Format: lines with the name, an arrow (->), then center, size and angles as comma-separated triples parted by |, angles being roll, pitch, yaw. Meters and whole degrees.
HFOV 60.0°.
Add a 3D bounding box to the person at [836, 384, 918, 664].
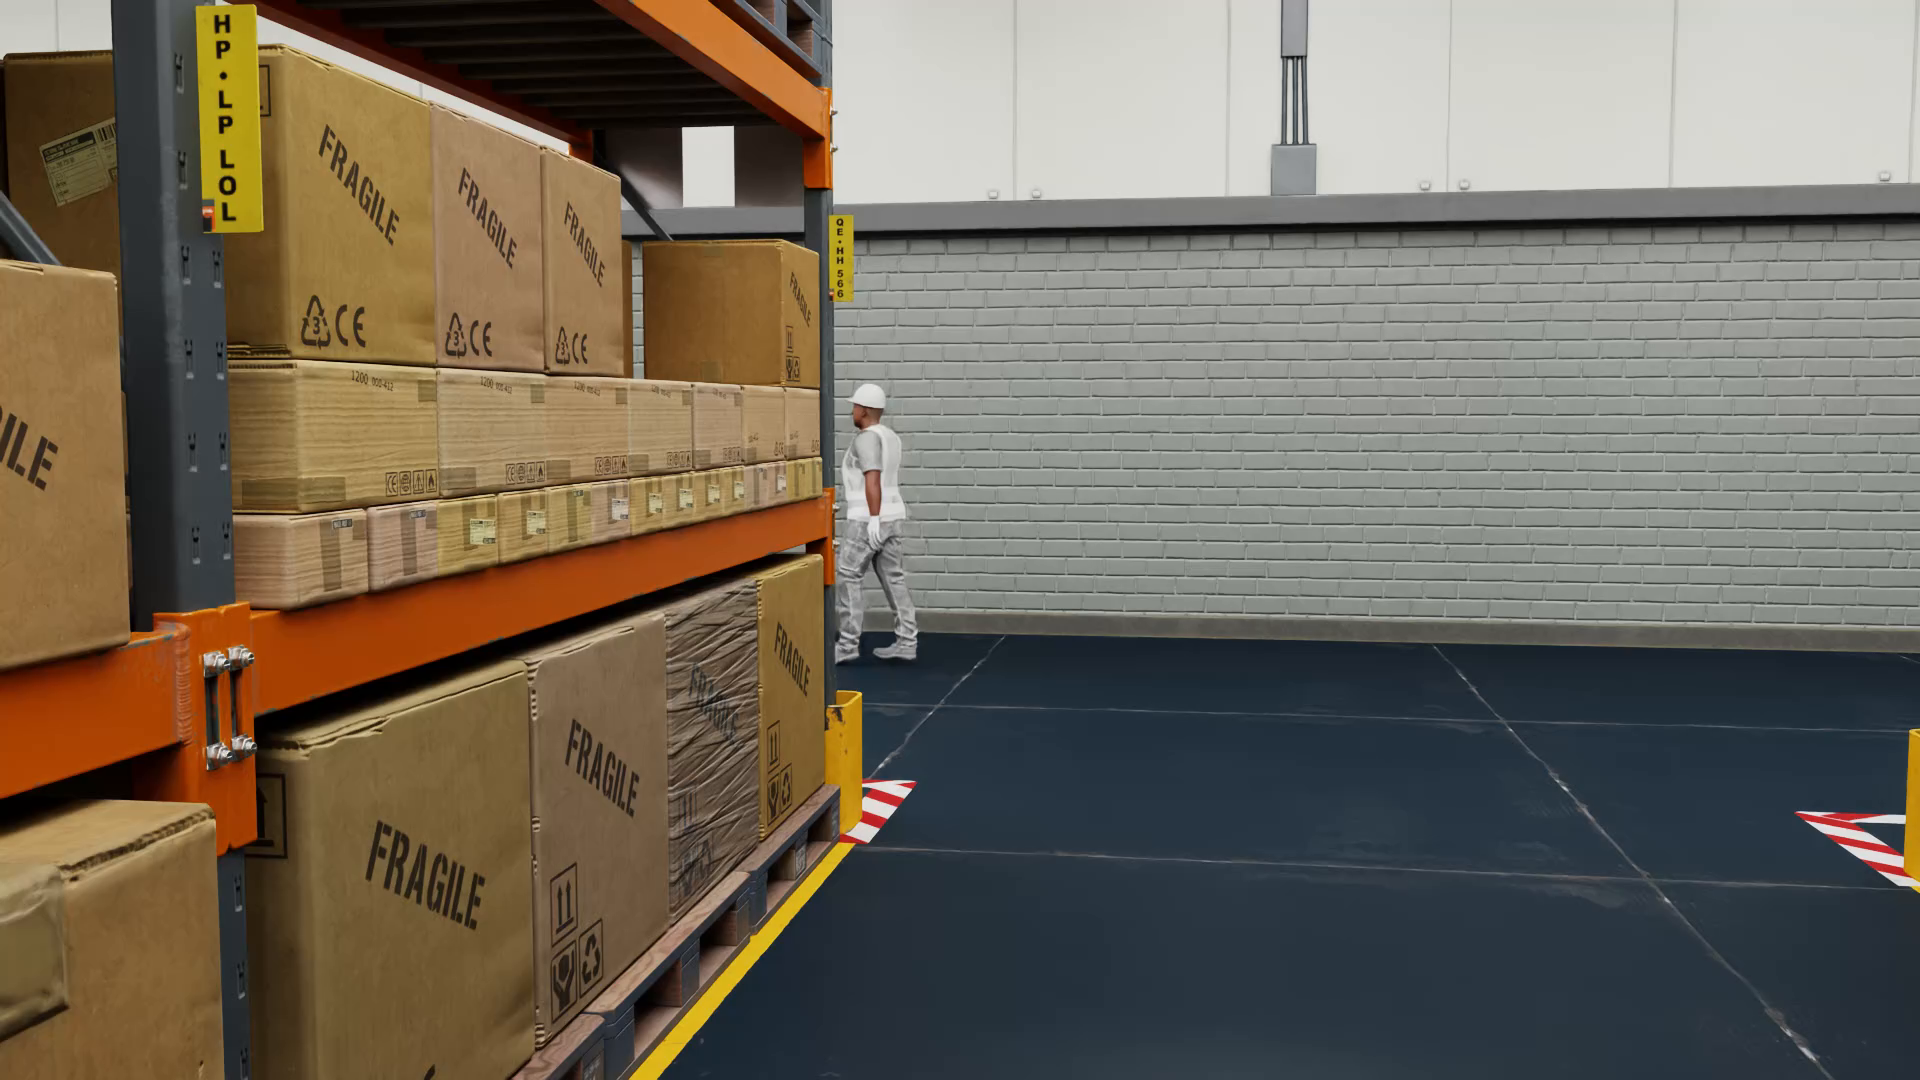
person -> -0.569, -0.088, 10.674 | 0.628, 1.823, 0.570 | 2, 5, 23
